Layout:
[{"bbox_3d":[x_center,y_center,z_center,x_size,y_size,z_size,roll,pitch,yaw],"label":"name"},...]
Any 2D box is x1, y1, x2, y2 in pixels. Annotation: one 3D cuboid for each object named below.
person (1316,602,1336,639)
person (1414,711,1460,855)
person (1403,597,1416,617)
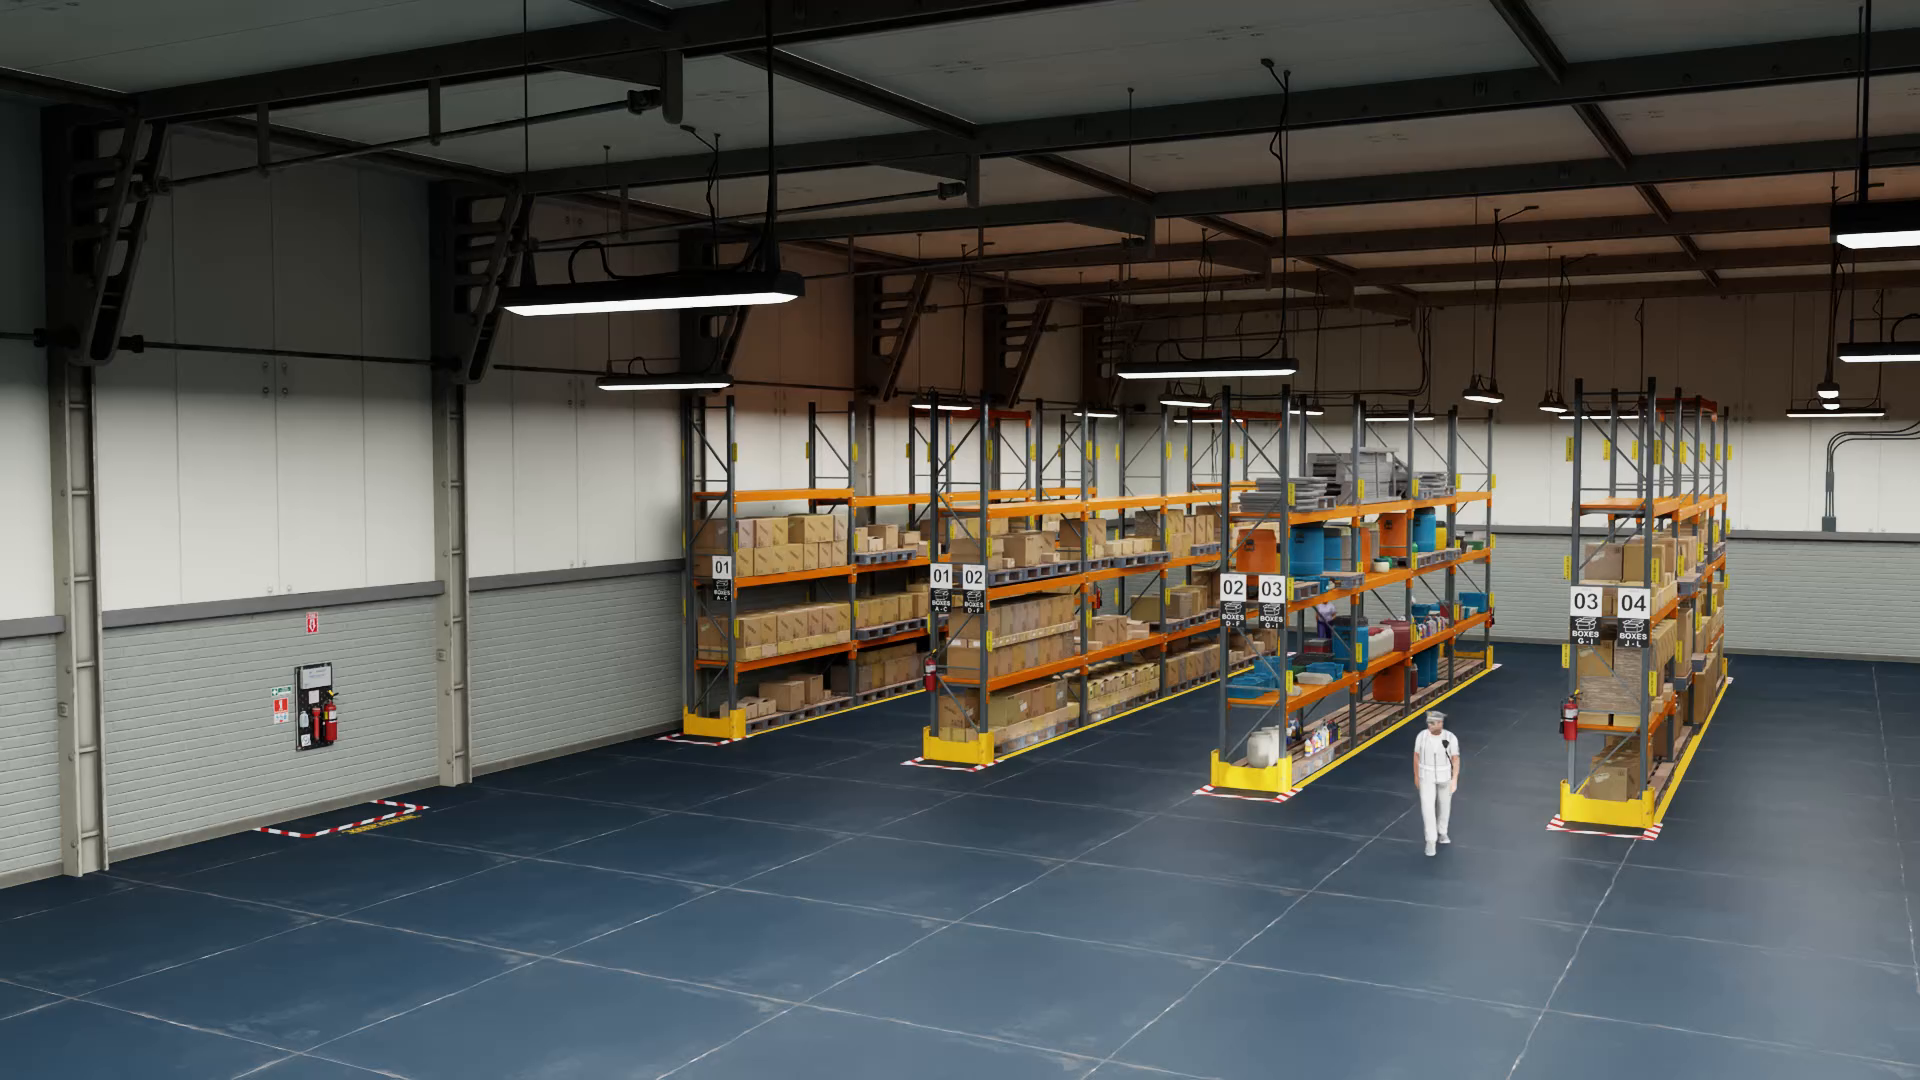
[{"bbox_3d":[8.850,2.075,40.195,0.463,1.590,1.032,0,3,7],"label":"person"},{"bbox_3d":[6.011,3.022,20.980,0.563,1.742,0.890,1,3,16],"label":"person"},{"bbox_3d":[10.173,2.143,37.541,1.136,1.728,0.598,-2,4,-31],"label":"person"}]
